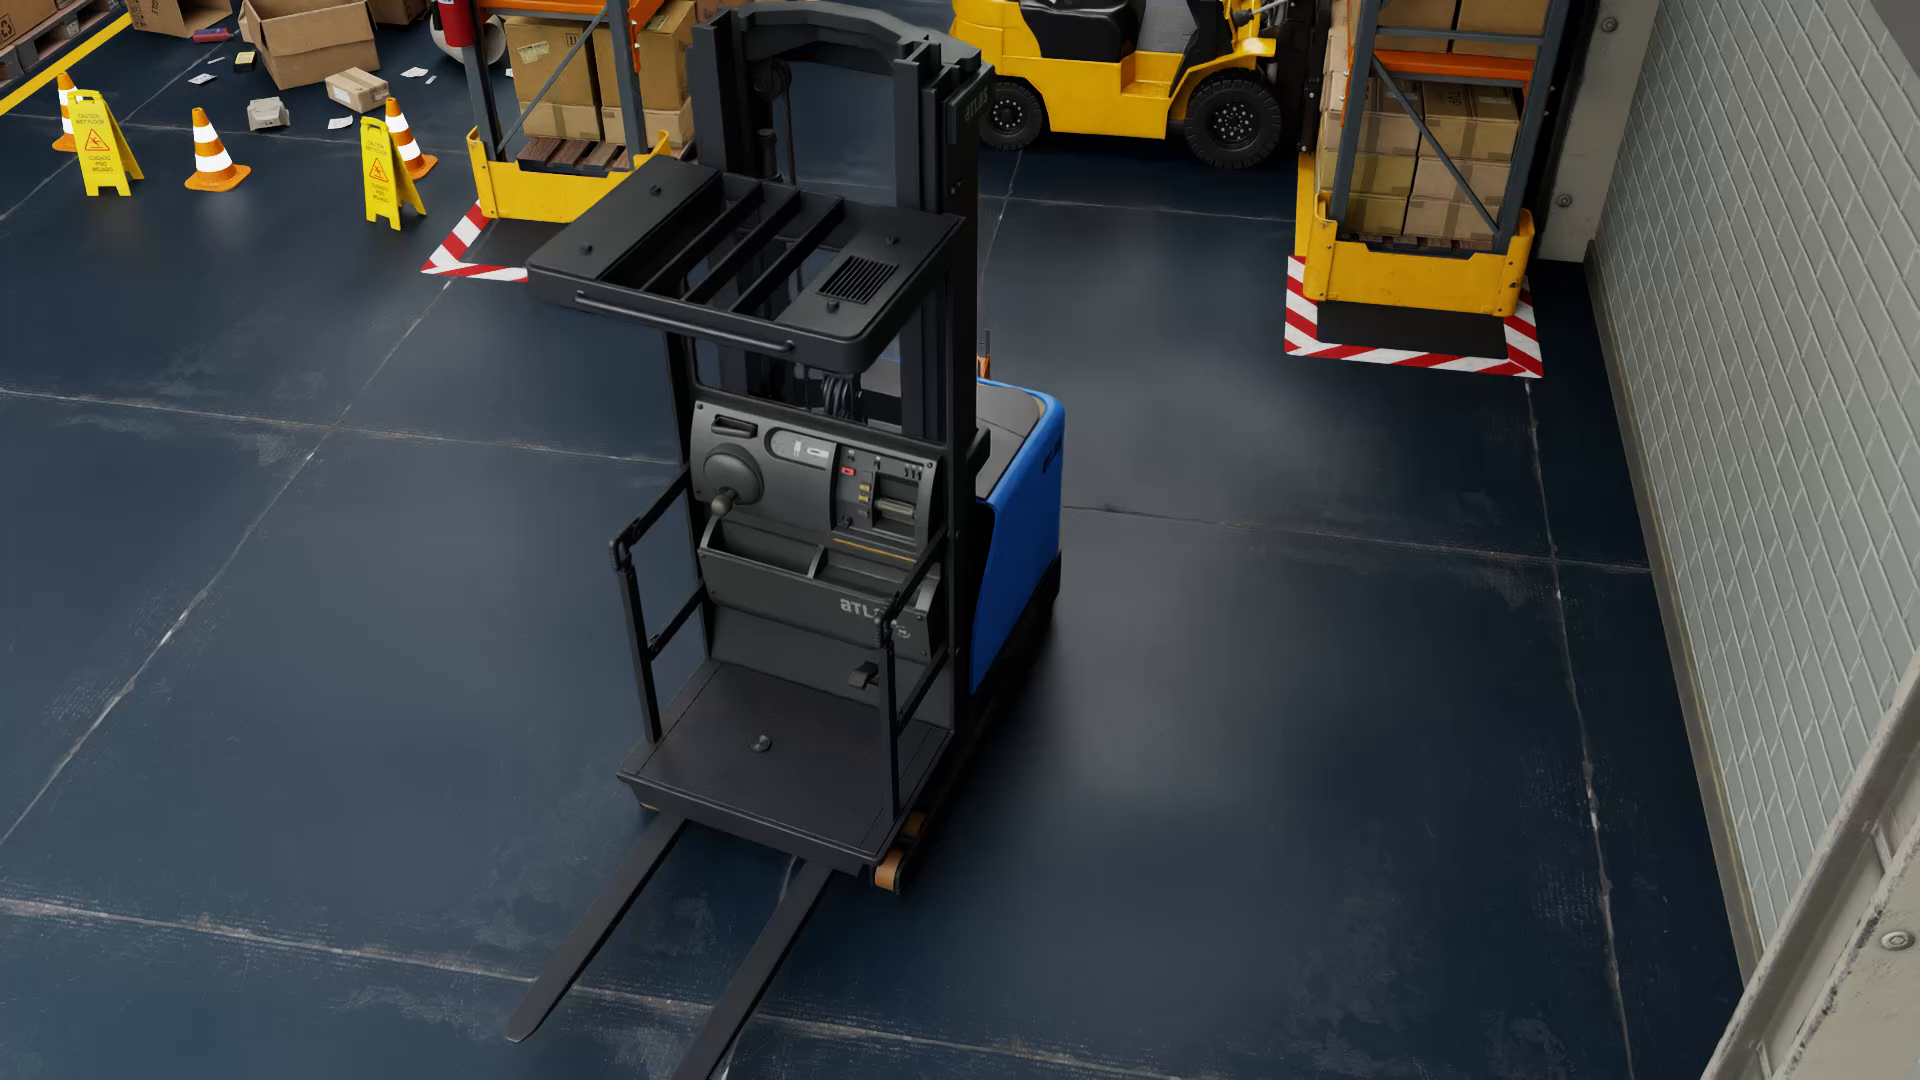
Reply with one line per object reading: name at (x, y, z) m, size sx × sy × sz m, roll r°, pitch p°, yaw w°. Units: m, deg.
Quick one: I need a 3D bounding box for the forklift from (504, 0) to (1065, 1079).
forklift at (-0.597, -0.140, 5.619) m, size 1.130 × 2.935 × 3.031 m, roll 15°, pitch 42°, yaw 17°

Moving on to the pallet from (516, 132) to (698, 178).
pallet at (-2.153, -2.602, 10.732) m, size 1.003 × 0.211 × 1.213 m, roll 6°, pitch 40°, yaw 8°

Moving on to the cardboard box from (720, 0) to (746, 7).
cardboard box at (-1.745, -3.647, 11.047) m, size 0.500 × 0.500 × 0.500 m, roll 7°, pitch 40°, yaw 9°

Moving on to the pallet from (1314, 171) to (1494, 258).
pallet at (2.639, -1.988, 9.989) m, size 1.003 × 0.211 × 1.213 m, roll 6°, pitch 40°, yaw 8°

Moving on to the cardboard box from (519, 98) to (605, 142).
cardboard box at (-2.462, -2.777, 10.583) m, size 0.500 × 0.250 × 0.500 m, roll 6°, pitch 40°, yaw 7°

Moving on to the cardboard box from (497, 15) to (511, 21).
cardboard box at (-3.175, -4.149, 12.373) m, size 0.500 × 0.500 × 0.500 m, roll -28°, pitch 47°, yaw -30°

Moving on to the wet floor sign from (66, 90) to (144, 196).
wet floor sign at (-5.289, -2.462, 10.221) m, size 0.267 × 0.644 × 0.232 m, roll 0°, pitch 40°, yaw 0°

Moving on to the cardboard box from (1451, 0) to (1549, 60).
cardboard box at (2.907, -2.897, 8.821) m, size 0.500 × 0.500 × 0.500 m, roll 8°, pitch 40°, yaw 9°

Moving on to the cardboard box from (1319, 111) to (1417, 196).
cardboard box at (2.325, -2.213, 9.508) m, size 0.500 × 0.250 × 0.500 m, roll 6°, pitch 40°, yaw 7°

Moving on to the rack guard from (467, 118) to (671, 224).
rack guard at (-2.328, -2.207, 10.028) m, size 1.175 × 0.500 × 0.348 m, roll 6°, pitch 40°, yaw 8°

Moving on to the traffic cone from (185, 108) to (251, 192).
traffic cone at (-4.689, -2.466, 10.370) m, size 0.336 × 0.463 × 0.334 m, roll 6°, pitch 40°, yaw 8°

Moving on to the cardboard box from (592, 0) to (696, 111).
cardboard box at (-1.926, -3.005, 10.270) m, size 0.500 × 0.500 × 0.500 m, roll 5°, pitch 40°, yaw 6°

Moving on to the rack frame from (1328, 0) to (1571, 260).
rack frame at (2.548, -2.578, 8.514) m, size 1.000 × 3.000 × 0.127 m, roll 6°, pitch 40°, yaw 8°

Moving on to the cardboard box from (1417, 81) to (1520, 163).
cardboard box at (2.818, -2.346, 9.277) m, size 0.500 × 0.250 × 0.500 m, roll 6°, pitch 40°, yaw 7°

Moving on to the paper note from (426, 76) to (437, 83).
paper note at (-3.702, -3.223, 11.640) m, size 0.032 × 0.001 × 0.123 m, roll 6°, pitch 40°, yaw 8°

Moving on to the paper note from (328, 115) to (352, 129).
paper note at (-4.138, -2.792, 11.102) m, size 0.148 × 0.019 × 0.142 m, roll -6°, pitch 40°, yaw -8°

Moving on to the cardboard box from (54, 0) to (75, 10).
cardboard box at (-6.872, -4.506, 12.183) m, size 0.875 × 0.875 × 0.875 m, roll 7°, pitch 40°, yaw 8°

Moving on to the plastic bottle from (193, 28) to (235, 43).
plastic bottle at (-5.452, -3.696, 12.173) m, size 0.283 × 0.061 × 0.133 m, roll -6°, pitch 40°, yaw -8°

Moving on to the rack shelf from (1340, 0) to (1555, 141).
rack shelf at (2.894, -3.556, 10.262) m, size 1.077 × 0.370 × 4.000 m, roll 6°, pitch 40°, yaw 8°

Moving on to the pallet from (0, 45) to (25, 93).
pallet at (-7.173, -3.041, 11.263) m, size 1.003 × 0.211 × 1.213 m, roll 6°, pitch 40°, yaw 8°

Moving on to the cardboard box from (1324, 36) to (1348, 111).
cardboard box at (2.403, -2.710, 9.717) m, size 0.500 × 0.250 × 0.500 m, roll 7°, pitch 40°, yaw 8°

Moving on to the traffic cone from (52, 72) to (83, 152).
traffic cone at (-5.744, -2.804, 10.779) m, size 0.336 × 0.463 × 0.334 m, roll 6°, pitch 40°, yaw 8°

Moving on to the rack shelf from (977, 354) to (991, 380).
rack shelf at (0.009, -0.649, 7.282) m, size 0.215 × 0.259 × 0.240 m, roll 6°, pitch 40°, yaw 8°

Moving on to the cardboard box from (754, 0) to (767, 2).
cardboard box at (-1.661, -3.681, 11.676) m, size 0.500 × 0.250 × 0.500 m, roll 7°, pitch 40°, yaw 8°

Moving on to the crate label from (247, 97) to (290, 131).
crate label at (-4.614, -2.841, 11.079) m, size 0.250 × 0.136 × 0.298 m, roll -13°, pitch 41°, yaw -15°

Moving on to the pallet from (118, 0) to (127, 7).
pallet at (-6.751, -4.572, 13.115) m, size 1.003 × 0.211 × 1.213 m, roll 6°, pitch 40°, yaw 8°

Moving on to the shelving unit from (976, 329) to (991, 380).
shelving unit at (0.009, -0.438, 7.456) m, size 0.215 × 1.050 × 0.252 m, roll 6°, pitch 40°, yaw 8°

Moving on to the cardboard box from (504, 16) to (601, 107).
cardboard box at (-2.459, -3.046, 10.320) m, size 0.500 × 0.500 × 0.500 m, roll 7°, pitch 40°, yaw 8°

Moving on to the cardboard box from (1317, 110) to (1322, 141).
cardboard box at (2.509, -2.634, 10.410) m, size 0.500 × 0.250 × 0.500 m, roll 7°, pitch 40°, yaw 8°

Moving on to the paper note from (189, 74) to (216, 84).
paper note at (-5.298, -3.231, 11.636) m, size 0.144 × 0.017 × 0.142 m, roll 20°, pitch 44°, yaw 23°

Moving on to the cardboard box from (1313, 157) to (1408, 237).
cardboard box at (2.318, -2.010, 9.655) m, size 0.500 × 0.250 × 0.500 m, roll 7°, pitch 40°, yaw 8°

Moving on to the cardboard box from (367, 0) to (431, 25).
cardboard box at (-4.377, -4.183, 12.307) m, size 0.797 × 0.637 × 0.503 m, roll 6°, pitch 40°, yaw 8°

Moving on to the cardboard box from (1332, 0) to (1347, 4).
cardboard box at (2.576, -3.345, 10.485) m, size 0.500 × 0.250 × 0.500 m, roll 6°, pitch 40°, yaw 7°

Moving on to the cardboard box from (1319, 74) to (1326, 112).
cardboard box at (2.491, -2.853, 10.282) m, size 0.500 × 0.250 × 0.500 m, roll 6°, pitch 40°, yaw 7°

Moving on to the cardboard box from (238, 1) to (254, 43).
cardboard box at (-5.025, -3.780, 12.114) m, size 0.396 × 0.266 × 0.258 m, roll 13°, pitch 41°, yaw 15°

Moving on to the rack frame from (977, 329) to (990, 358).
rack frame at (0.030, -0.515, 7.549) m, size 0.200 × 1.050 × 0.008 m, roll 6°, pitch 40°, yaw 8°
